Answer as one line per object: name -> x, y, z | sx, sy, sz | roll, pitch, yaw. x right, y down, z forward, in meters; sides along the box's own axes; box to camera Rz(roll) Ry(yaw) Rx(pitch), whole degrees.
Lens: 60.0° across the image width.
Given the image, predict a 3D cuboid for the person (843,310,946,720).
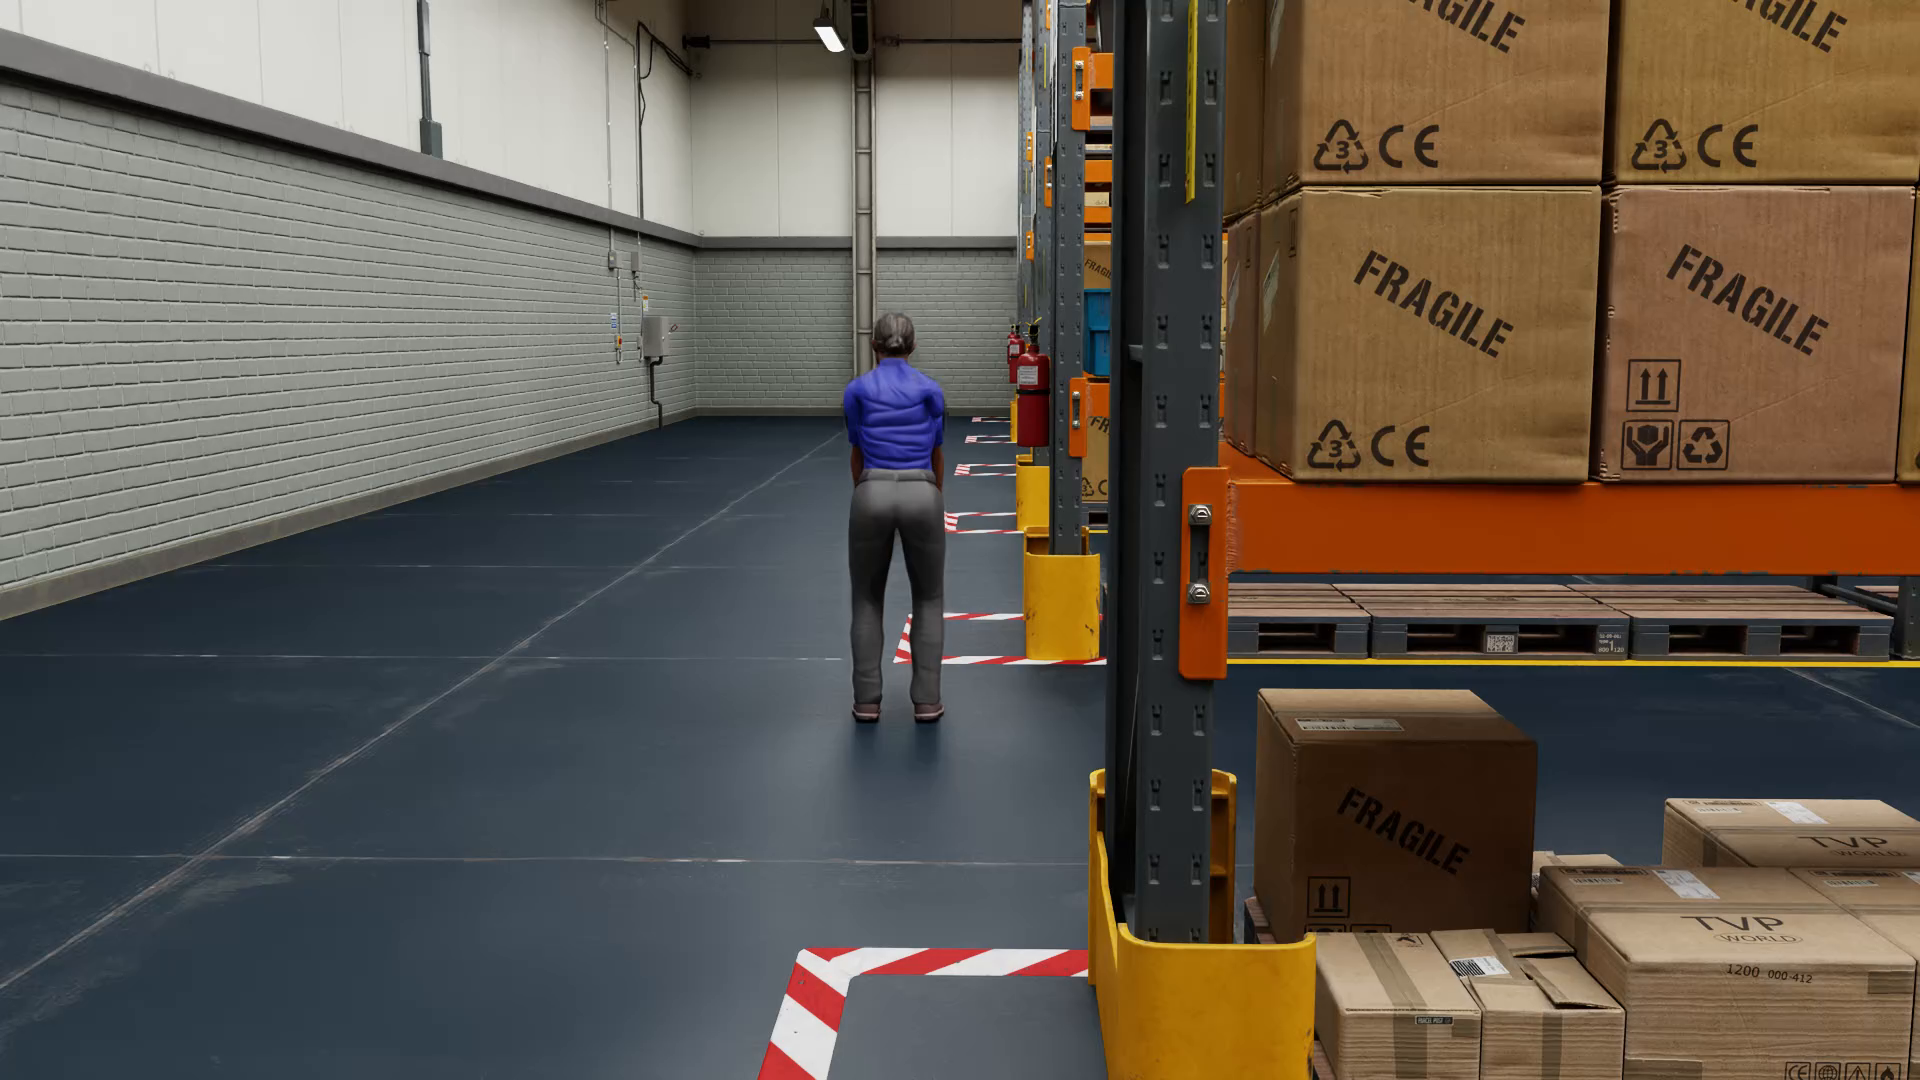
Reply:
person -> -0.261, -0.103, 6.720 | 0.410, 1.637, 0.538 | 0, 7, 0
